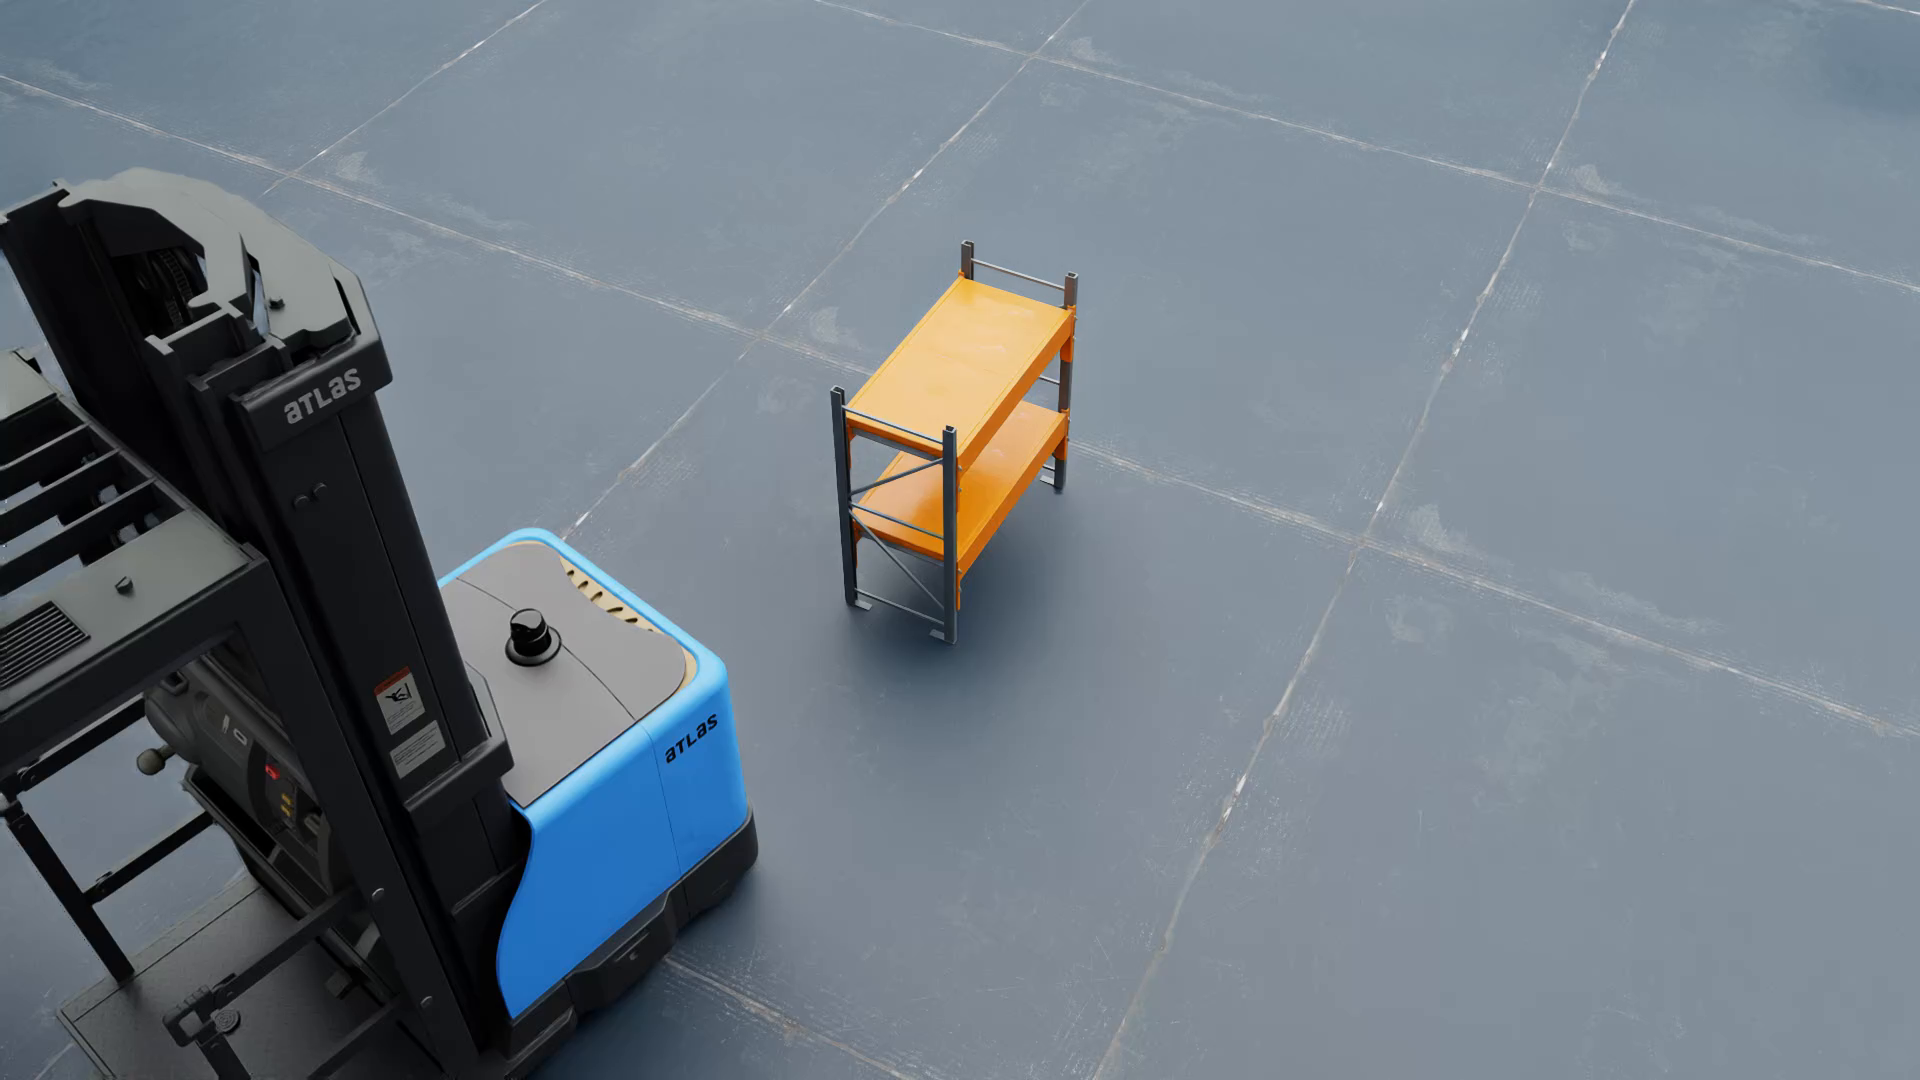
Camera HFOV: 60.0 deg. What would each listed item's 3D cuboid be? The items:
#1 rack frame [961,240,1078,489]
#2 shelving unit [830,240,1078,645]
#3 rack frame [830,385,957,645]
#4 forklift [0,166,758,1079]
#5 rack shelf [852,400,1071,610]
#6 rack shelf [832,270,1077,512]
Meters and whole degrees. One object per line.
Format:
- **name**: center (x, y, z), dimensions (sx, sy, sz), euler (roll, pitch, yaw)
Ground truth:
- **rack frame**: center (0.233, -0.711, 6.942), dimensions (0.500, 1.125, 0.032), euler (20, 49, 19)
- **shelving unit**: center (-0.003, -0.391, 6.626), dimensions (0.538, 1.125, 1.048), euler (20, 49, 19)
- **rack frame**: center (-0.239, -0.071, 6.309), dimensions (0.500, 1.125, 0.032), euler (20, 49, 19)
- **forklift**: center (-2.063, 0.668, 4.309), dimensions (1.130, 2.935, 3.031), euler (32, 54, 28)
- **rack shelf**: center (-0.003, -0.219, 6.800), dimensions (0.538, 0.278, 1.000), euler (20, 49, 19)
- **rack shelf**: center (-0.003, -0.597, 6.417), dimensions (0.538, 0.278, 1.000), euler (20, 49, 19)
